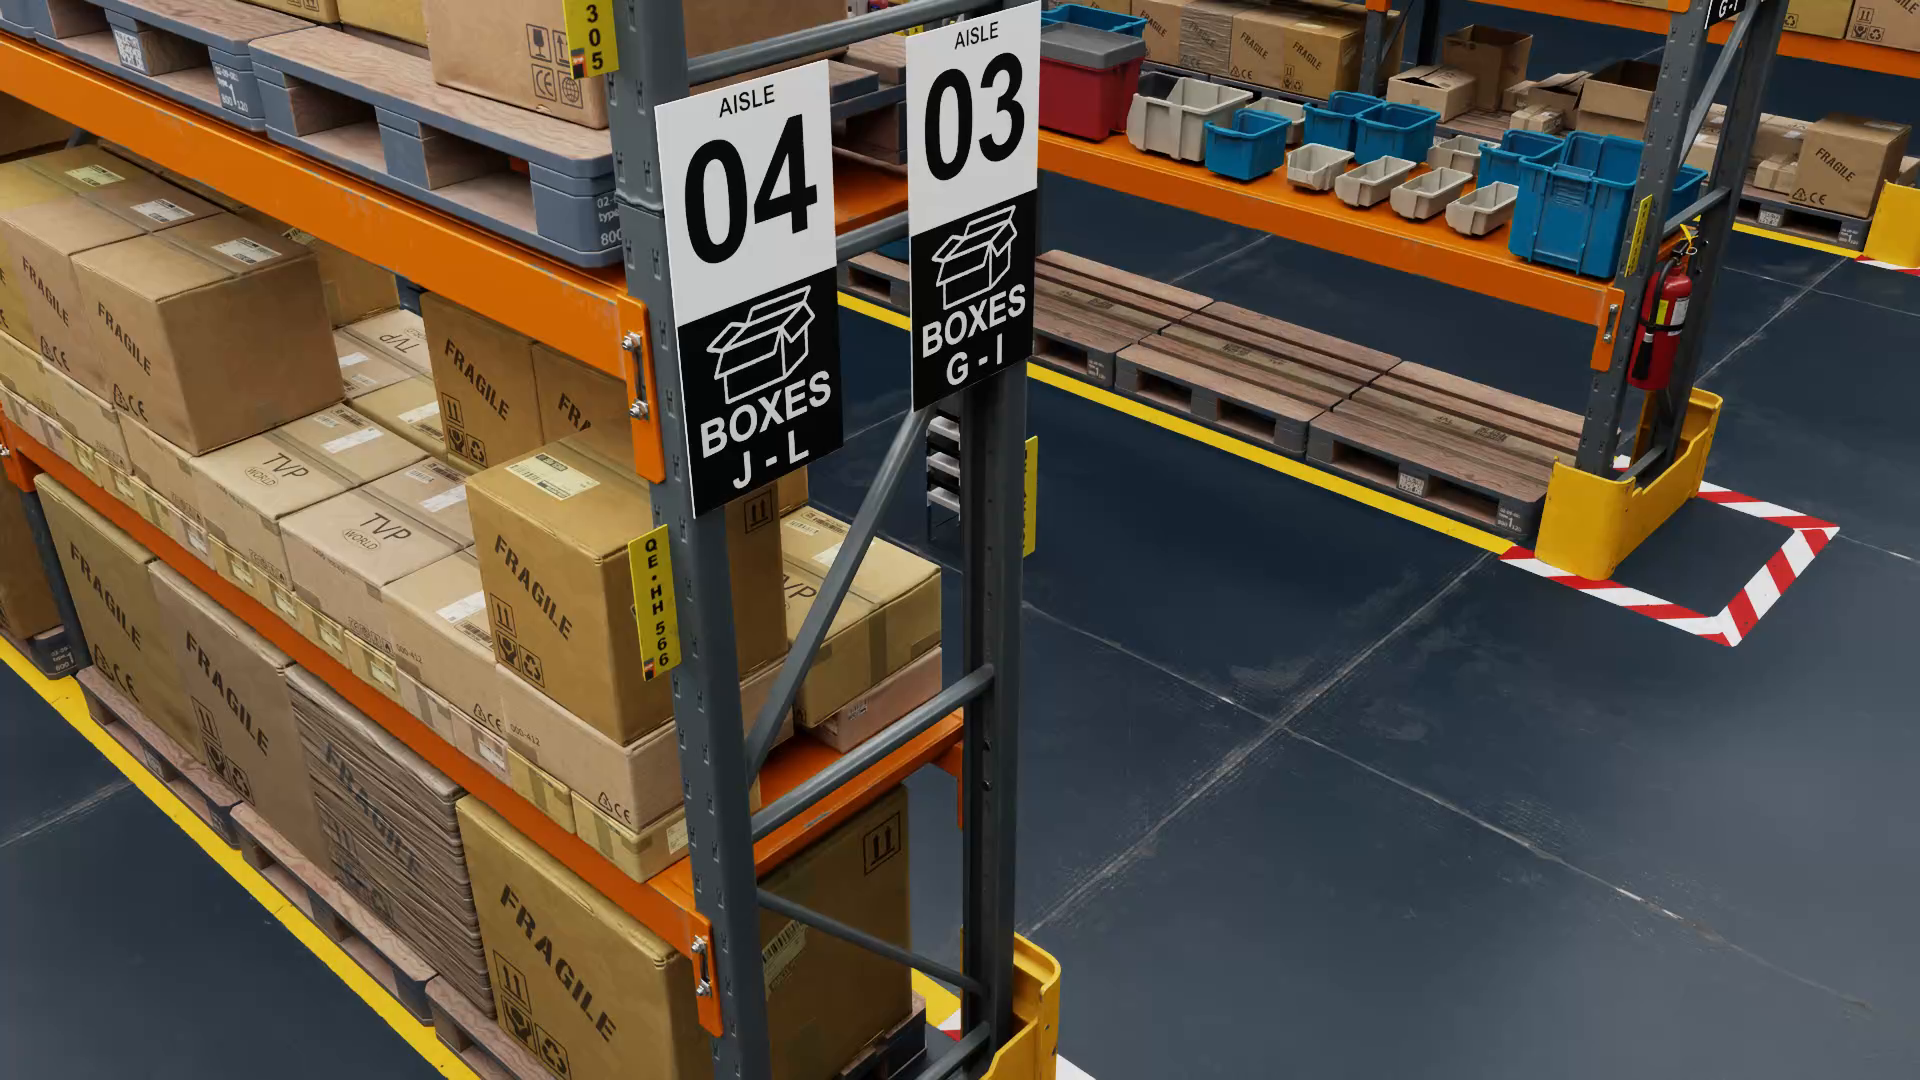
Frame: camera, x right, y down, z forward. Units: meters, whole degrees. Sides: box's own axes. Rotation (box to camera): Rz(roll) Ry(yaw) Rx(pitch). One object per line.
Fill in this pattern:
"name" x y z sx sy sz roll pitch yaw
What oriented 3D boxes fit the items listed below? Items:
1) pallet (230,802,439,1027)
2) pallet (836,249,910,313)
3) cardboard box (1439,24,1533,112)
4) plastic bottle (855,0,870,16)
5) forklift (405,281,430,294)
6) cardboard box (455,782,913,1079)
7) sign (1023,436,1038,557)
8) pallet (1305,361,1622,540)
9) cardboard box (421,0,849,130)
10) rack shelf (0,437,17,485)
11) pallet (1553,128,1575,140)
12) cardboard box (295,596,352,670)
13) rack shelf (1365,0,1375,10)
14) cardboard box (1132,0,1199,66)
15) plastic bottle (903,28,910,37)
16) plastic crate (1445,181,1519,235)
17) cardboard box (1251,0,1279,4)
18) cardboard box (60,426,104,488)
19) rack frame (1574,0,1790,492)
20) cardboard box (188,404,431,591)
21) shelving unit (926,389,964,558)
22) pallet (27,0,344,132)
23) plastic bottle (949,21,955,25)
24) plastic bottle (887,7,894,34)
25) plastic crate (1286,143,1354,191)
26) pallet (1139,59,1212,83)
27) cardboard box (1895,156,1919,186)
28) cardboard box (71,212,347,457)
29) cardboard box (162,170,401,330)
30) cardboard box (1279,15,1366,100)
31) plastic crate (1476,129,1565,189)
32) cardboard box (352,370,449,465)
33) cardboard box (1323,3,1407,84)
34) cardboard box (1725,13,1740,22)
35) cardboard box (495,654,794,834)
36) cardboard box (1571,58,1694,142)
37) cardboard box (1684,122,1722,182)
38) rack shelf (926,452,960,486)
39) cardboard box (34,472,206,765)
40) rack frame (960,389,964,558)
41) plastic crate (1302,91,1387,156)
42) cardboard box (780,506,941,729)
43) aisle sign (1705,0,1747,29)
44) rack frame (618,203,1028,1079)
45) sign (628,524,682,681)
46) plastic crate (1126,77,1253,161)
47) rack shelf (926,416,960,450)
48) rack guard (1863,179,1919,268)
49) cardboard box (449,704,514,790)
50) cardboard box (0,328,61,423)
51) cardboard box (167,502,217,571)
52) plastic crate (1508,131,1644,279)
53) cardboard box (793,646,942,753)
"pallet" -1.769 1.046 5.807 1.213 0.211 1.003 25 39 35
"pallet" -0.410 -1.846 10.612 1.213 0.211 1.003 25 39 35
"cardboard box" 4.074 -3.679 12.951 0.500 0.500 0.500 25 39 35
"plastic bottle" -0.639 -3.331 10.495 0.135 0.276 0.152 25 39 35
"forklift" -2.194 -2.020 8.263 3.031 2.935 1.130 20 36 29
"cardboard box" -0.751 1.060 4.734 0.875 0.875 0.875 25 39 35
"sign" 0.154 -0.094 4.082 0.005 0.325 0.100 25 39 35
"pallet" 2.515 -0.479 8.341 1.213 0.211 1.003 25 39 35
"cardboard box" -0.645 -1.189 3.308 0.500 0.500 0.700 22 38 32
"rack shelf" -4.672 -1.248 7.612 4.000 0.370 1.077 25 39 35
"pallet" 4.879 -2.795 12.189 1.213 0.211 1.003 25 39 35
"cardboard box" -1.659 0.189 4.772 0.250 0.149 0.380 25 39 35
"rack shelf" 1.978 -5.034 13.902 4.000 0.370 1.077 25 39 35
"cardboard box" 1.792 -4.352 14.069 0.500 0.500 0.500 24 38 34
"plastic bottle" -0.294 -3.051 10.102 0.097 0.201 0.097 0 31 0
"plastic crate" 2.374 -1.499 7.529 0.243 0.136 0.396 25 39 35
"cardboard box" 2.525 -4.696 13.912 0.500 0.250 0.500 25 39 35
"cardboard box" -2.802 -0.345 5.658 0.250 0.149 0.380 27 40 37
"rack frame" 3.100 -1.373 7.123 0.127 3.000 1.000 25 39 35
"cardboard box" -1.903 -0.139 4.930 0.500 0.250 0.500 25 39 35
"shelving unit" 0.006 -0.383 7.513 0.210 0.900 0.258 25 39 35
"pallet" -1.689 -1.401 4.347 1.213 0.211 1.003 25 39 35
"plastic bottle" -0.048 -3.042 10.087 0.097 0.201 0.097 0 31 0
"plastic bottle" -0.436 -3.223 10.388 0.097 0.201 0.097 0 31 0
"plastic crate" 1.714 -1.787 8.008 0.250 0.136 0.298 25 39 35
"pallet" 1.924 -4.145 14.431 1.213 0.211 1.003 25 39 35
"cardboard box" 6.347 -2.510 11.348 0.250 0.149 0.380 25 39 35
"cardboard box" -2.257 -0.633 5.023 0.500 0.500 0.500 24 38 34
"cardboard box" -2.300 -1.016 5.660 0.500 0.500 0.500 25 39 36
"cardboard box" 2.903 -3.829 13.200 0.500 0.500 0.500 25 39 35
"plastic crate" 2.650 -1.766 7.880 0.300 0.233 0.416 25 39 35
"cardboard box" -1.548 -0.343 5.269 0.500 0.250 0.500 24 39 34
"cardboard box" 3.266 -4.029 13.531 0.500 0.500 0.500 23 38 33
"cardboard box" 5.159 -3.713 10.912 0.500 0.500 0.500 25 39 35
"cardboard box" -0.761 0.391 4.049 0.500 0.250 0.500 24 39 34
"cardboard box" 4.858 -3.121 12.020 0.637 0.503 0.797 25 39 35
"cardboard box" 5.174 -2.711 11.584 0.500 0.250 0.500 25 39 35
"rack shelf" 0.006 -0.354 7.530 0.200 0.077 0.258 25 39 35
"cardboard box" -2.753 0.126 6.286 0.875 0.875 0.875 25 39 35
"rack frame" 0.081 -0.348 7.455 0.006 0.900 0.240 25 39 35
"plastic crate" 1.939 -2.098 8.431 0.300 0.233 0.416 25 39 35
"cardboard box" -0.398 0.188 4.386 0.500 0.250 0.500 24 38 34
"aisle sign" 2.957 -2.350 6.225 0.004 0.787 0.394 25 39 35
"rack frame" -0.223 0.521 3.977 0.127 3.000 1.000 25 39 35
"sign" -0.598 0.126 3.280 0.005 0.325 0.100 25 39 35
"plastic crate" 1.143 -2.134 8.443 0.530 0.282 0.437 25 39 35
"rack shelf" 0.006 -0.508 7.438 0.200 0.077 0.258 25 39 35
"rack guard" 6.371 -2.222 10.956 0.348 0.500 1.175 25 39 35
"cardboard box" -1.088 0.454 4.331 0.250 0.149 0.380 25 39 35
"cardboard box" -3.016 -0.664 5.802 0.500 0.250 0.500 24 39 34
"cardboard box" -2.232 -0.078 5.215 0.250 0.149 0.380 26 39 36
"plastic crate" 2.727 -1.459 7.172 0.499 0.435 0.616 25 39 35
"cardboard box" -0.265 0.379 4.455 0.250 0.149 0.380 26 39 36
